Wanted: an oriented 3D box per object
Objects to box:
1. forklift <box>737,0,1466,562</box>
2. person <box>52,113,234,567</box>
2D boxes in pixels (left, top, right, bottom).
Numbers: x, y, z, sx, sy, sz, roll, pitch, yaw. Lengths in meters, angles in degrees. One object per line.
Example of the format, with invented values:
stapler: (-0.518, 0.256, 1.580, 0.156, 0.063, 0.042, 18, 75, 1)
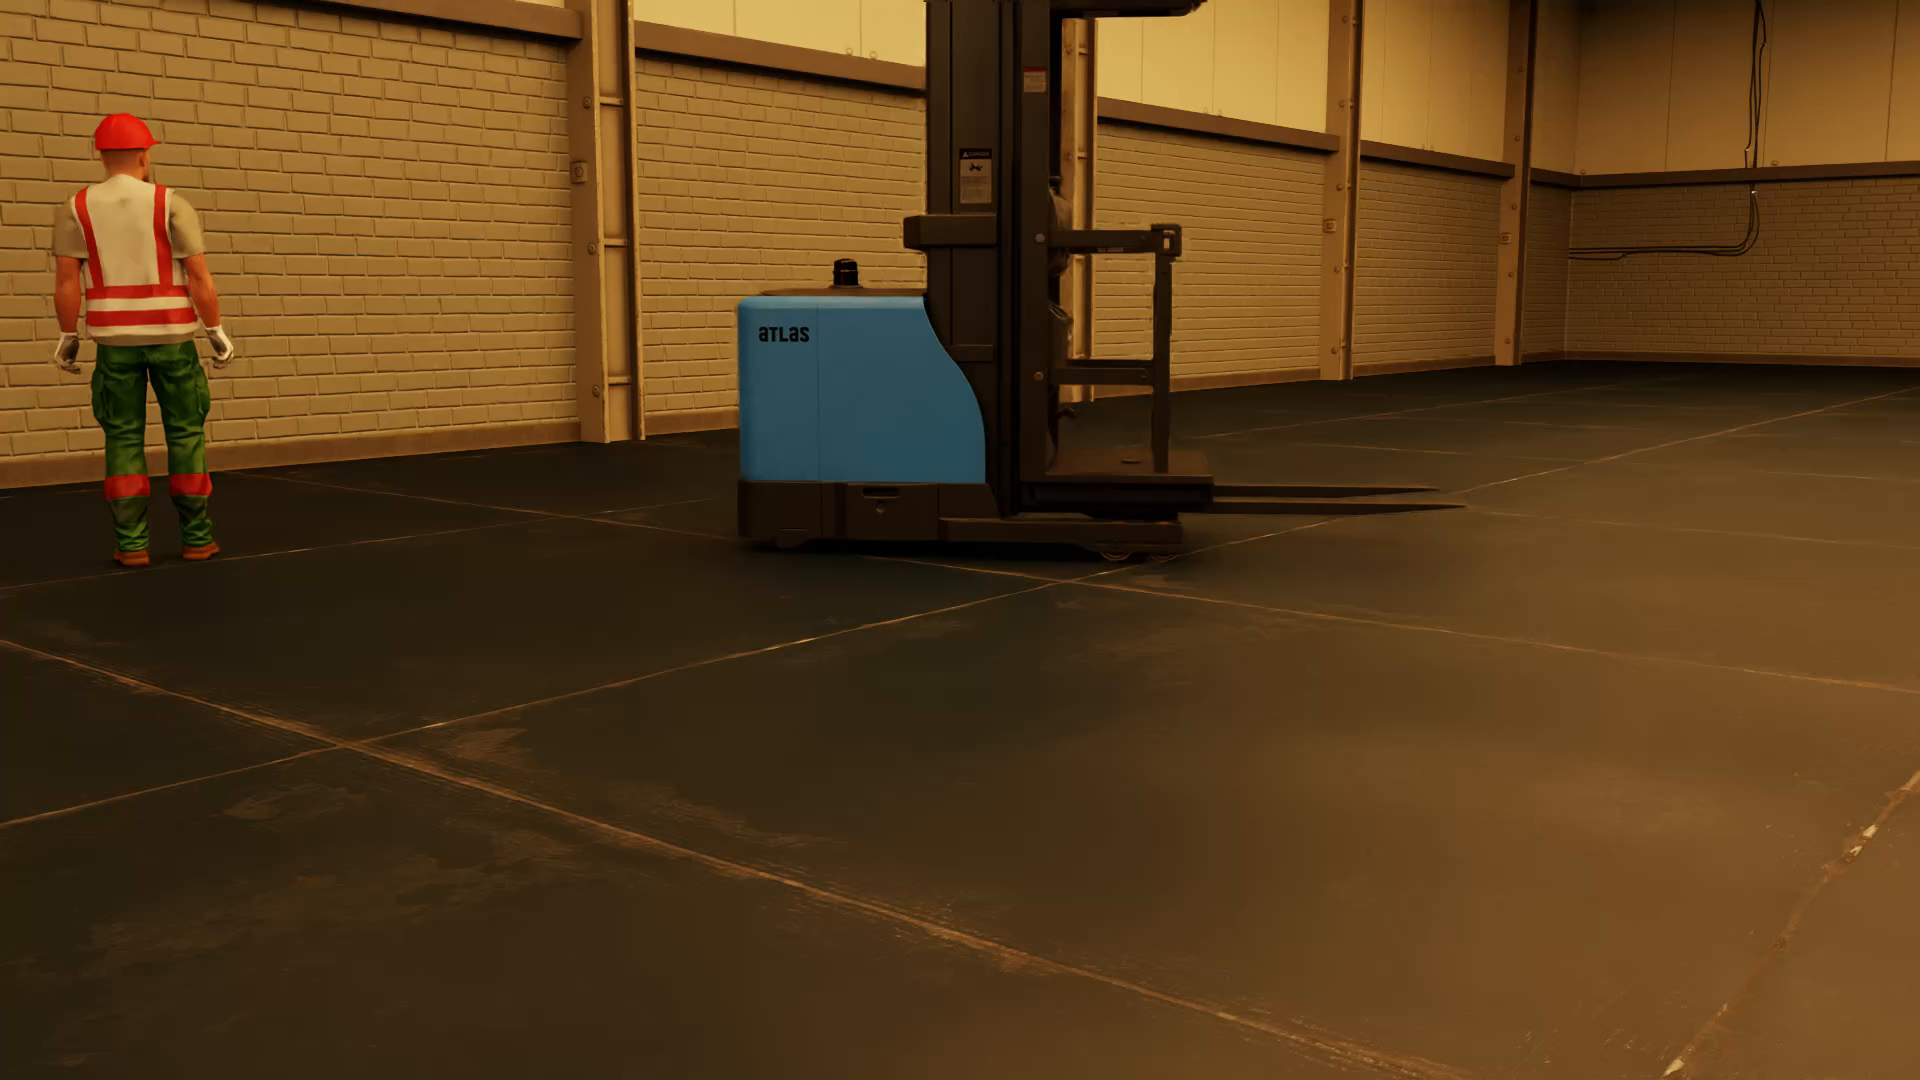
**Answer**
forklift: (0.607, -1.441, 7.131, 3.031, 2.935, 1.130, 1, 8, 6)
person: (-3.289, -0.802, 6.721, 0.655, 1.792, 0.396, -3, 9, -20)
